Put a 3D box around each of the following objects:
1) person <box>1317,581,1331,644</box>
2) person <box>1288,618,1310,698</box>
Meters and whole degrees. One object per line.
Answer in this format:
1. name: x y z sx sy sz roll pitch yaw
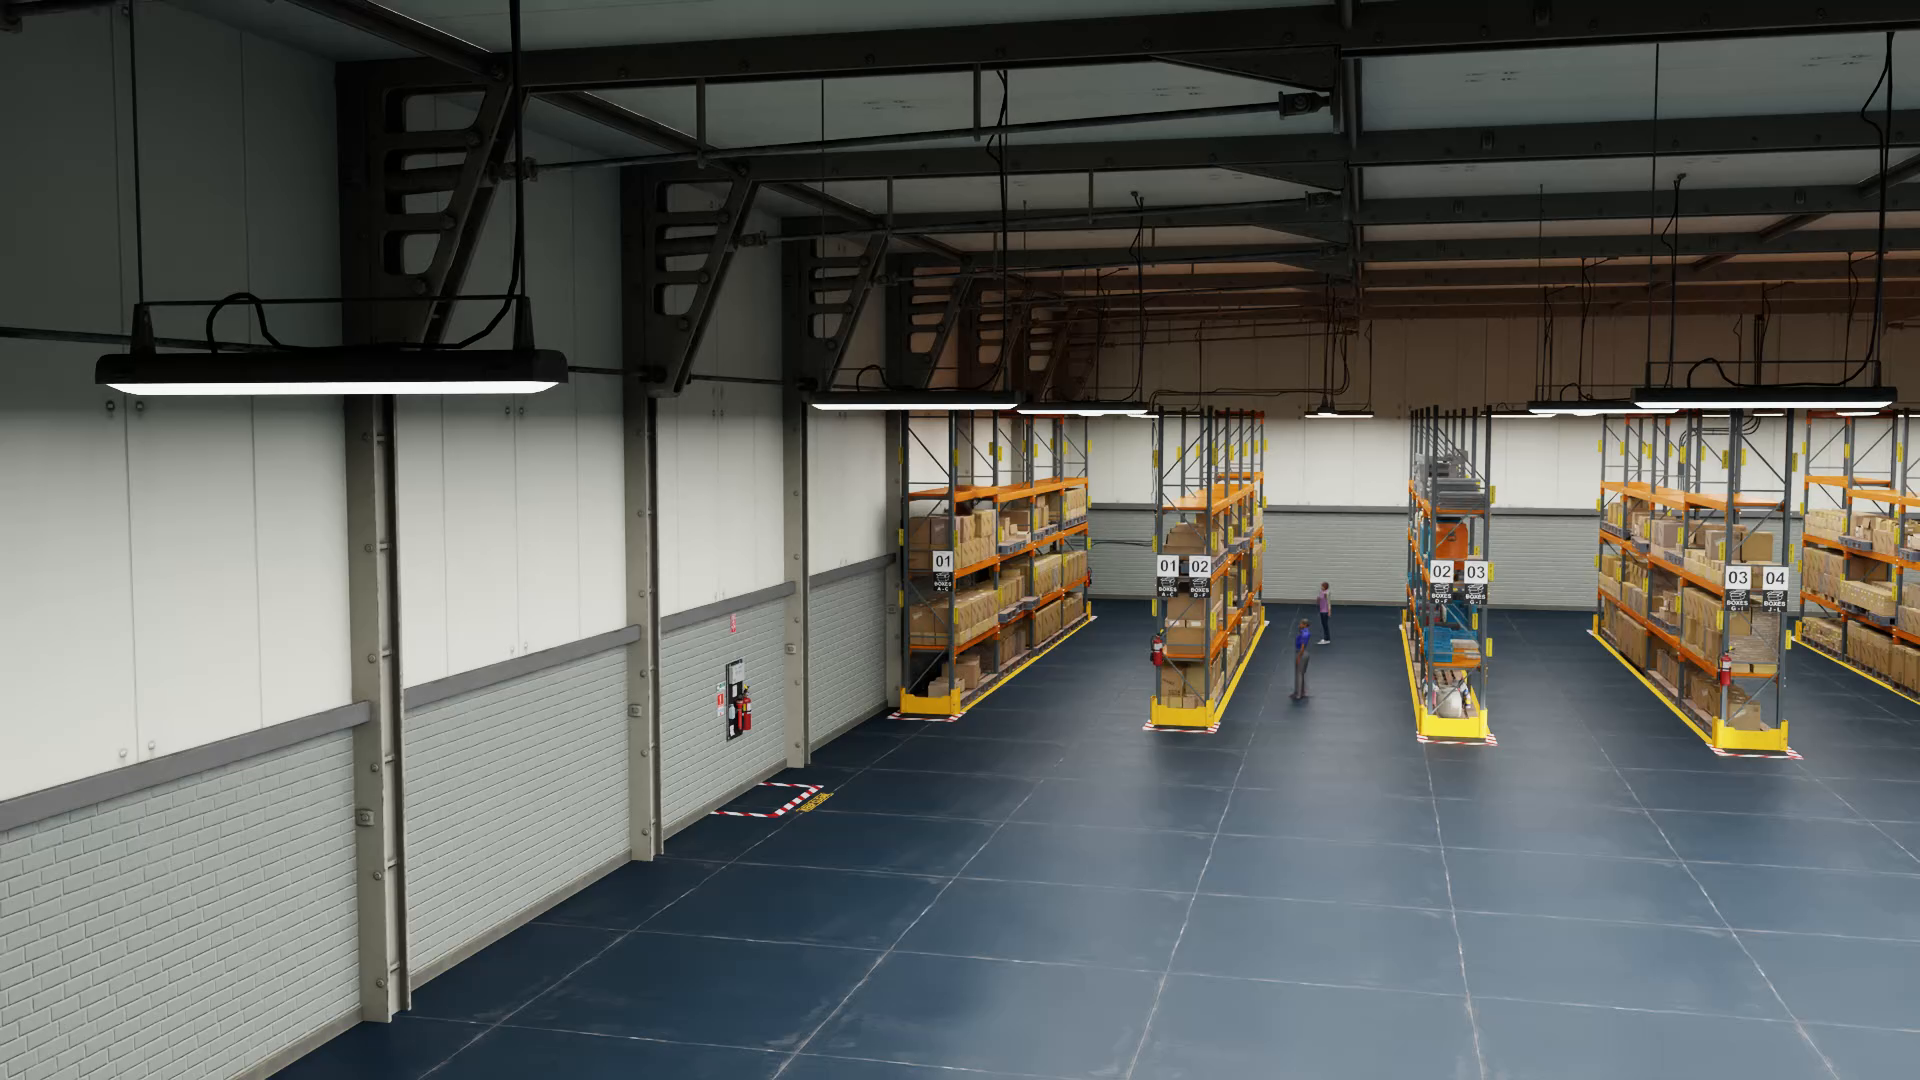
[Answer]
1. person: 9.337 1.860 42.688 0.343 1.605 0.459 0 4 -4
2. person: 7.009 2.436 34.349 0.398 1.664 0.533 1 4 20
